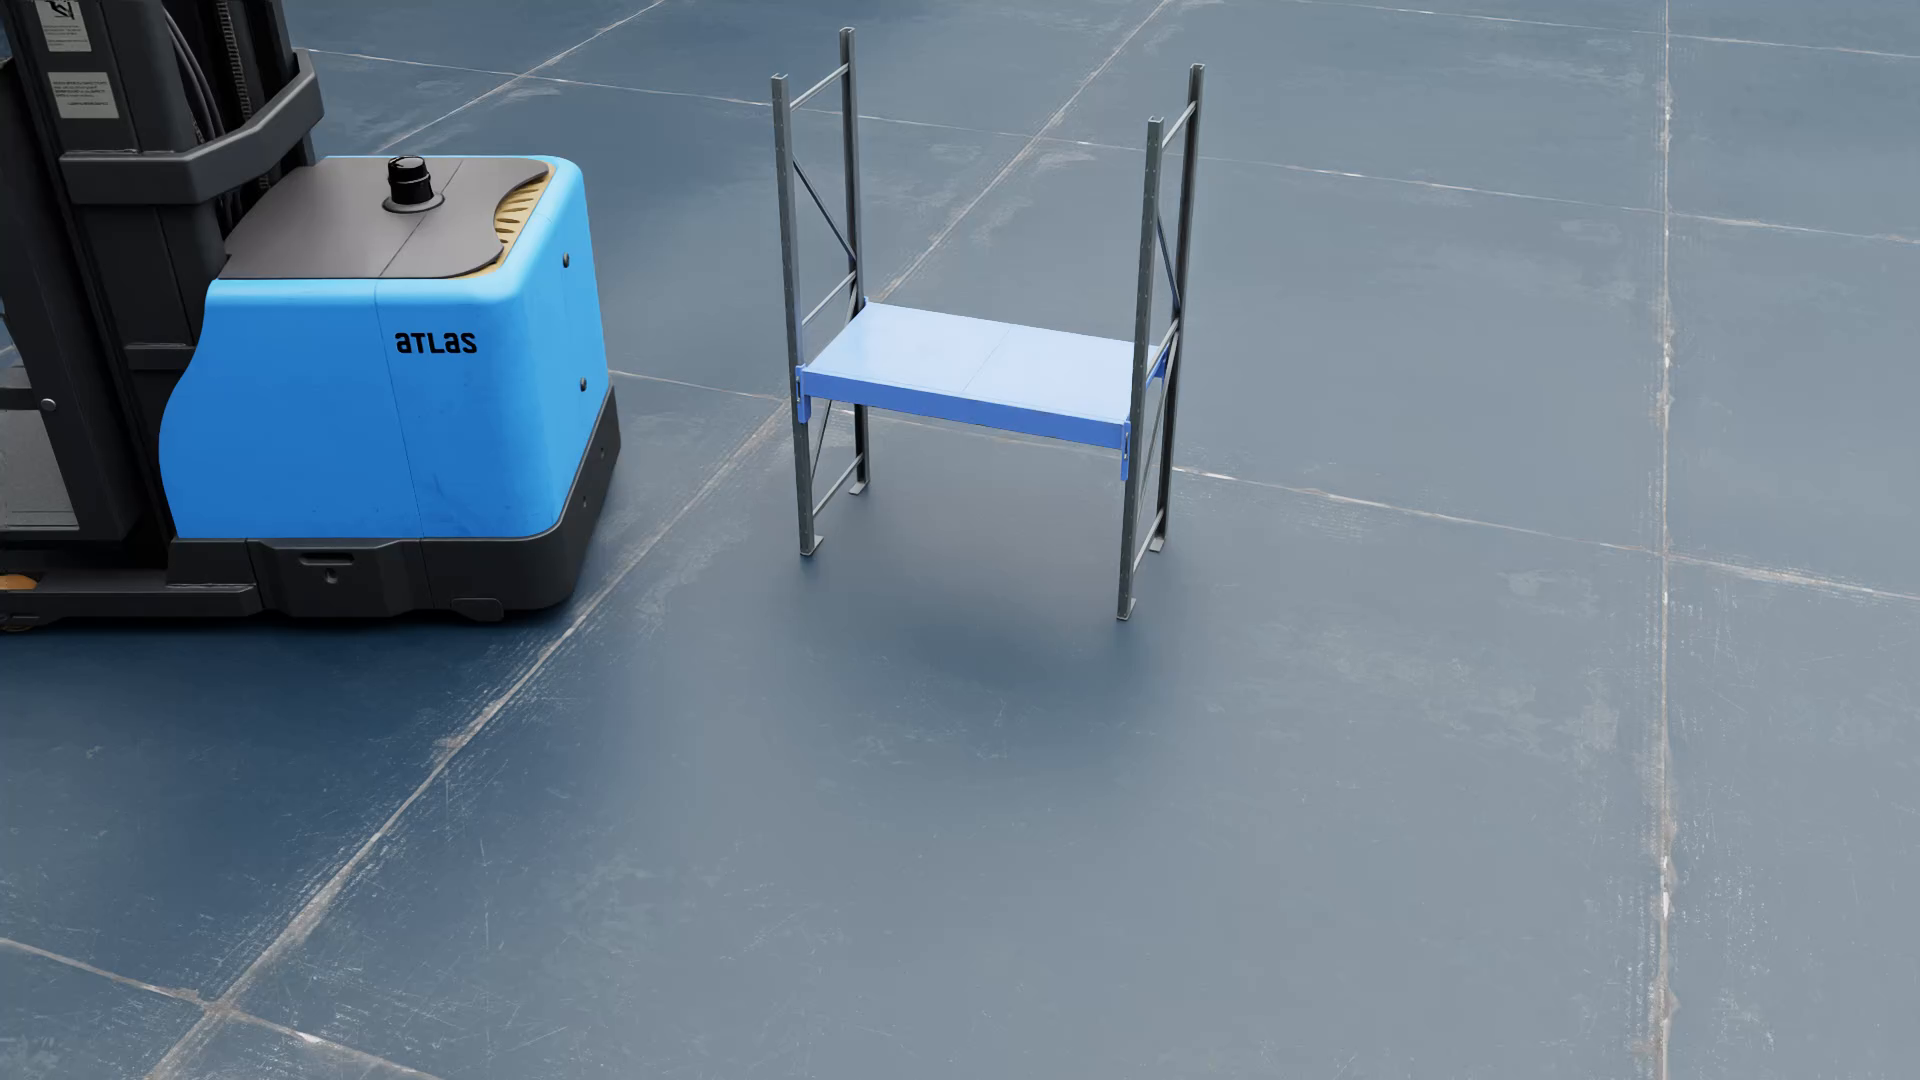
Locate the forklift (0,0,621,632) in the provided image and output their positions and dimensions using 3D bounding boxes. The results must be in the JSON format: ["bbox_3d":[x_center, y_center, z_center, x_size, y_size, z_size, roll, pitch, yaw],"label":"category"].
[{"bbox_3d":[-2.655,-1.252,4.487,3.031,2.935,1.130,0,33,0],"label":"forklift"}]

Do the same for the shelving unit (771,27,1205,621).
[{"bbox_3d":[0.080,-0.614,4.819,1.048,1.500,0.538,11,34,16],"label":"shelving unit"}]

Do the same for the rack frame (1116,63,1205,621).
[{"bbox_3d":[0.559,-0.521,4.675,0.032,1.500,0.500,11,34,16],"label":"rack frame"}]

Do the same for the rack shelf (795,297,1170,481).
[{"bbox_3d":[0.080,-0.463,4.917,1.000,0.185,0.538,11,34,16],"label":"rack shelf"}]

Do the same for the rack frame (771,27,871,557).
[{"bbox_3d":[-0.398,-0.708,4.963,0.032,1.500,0.500,11,34,16],"label":"rack frame"}]
